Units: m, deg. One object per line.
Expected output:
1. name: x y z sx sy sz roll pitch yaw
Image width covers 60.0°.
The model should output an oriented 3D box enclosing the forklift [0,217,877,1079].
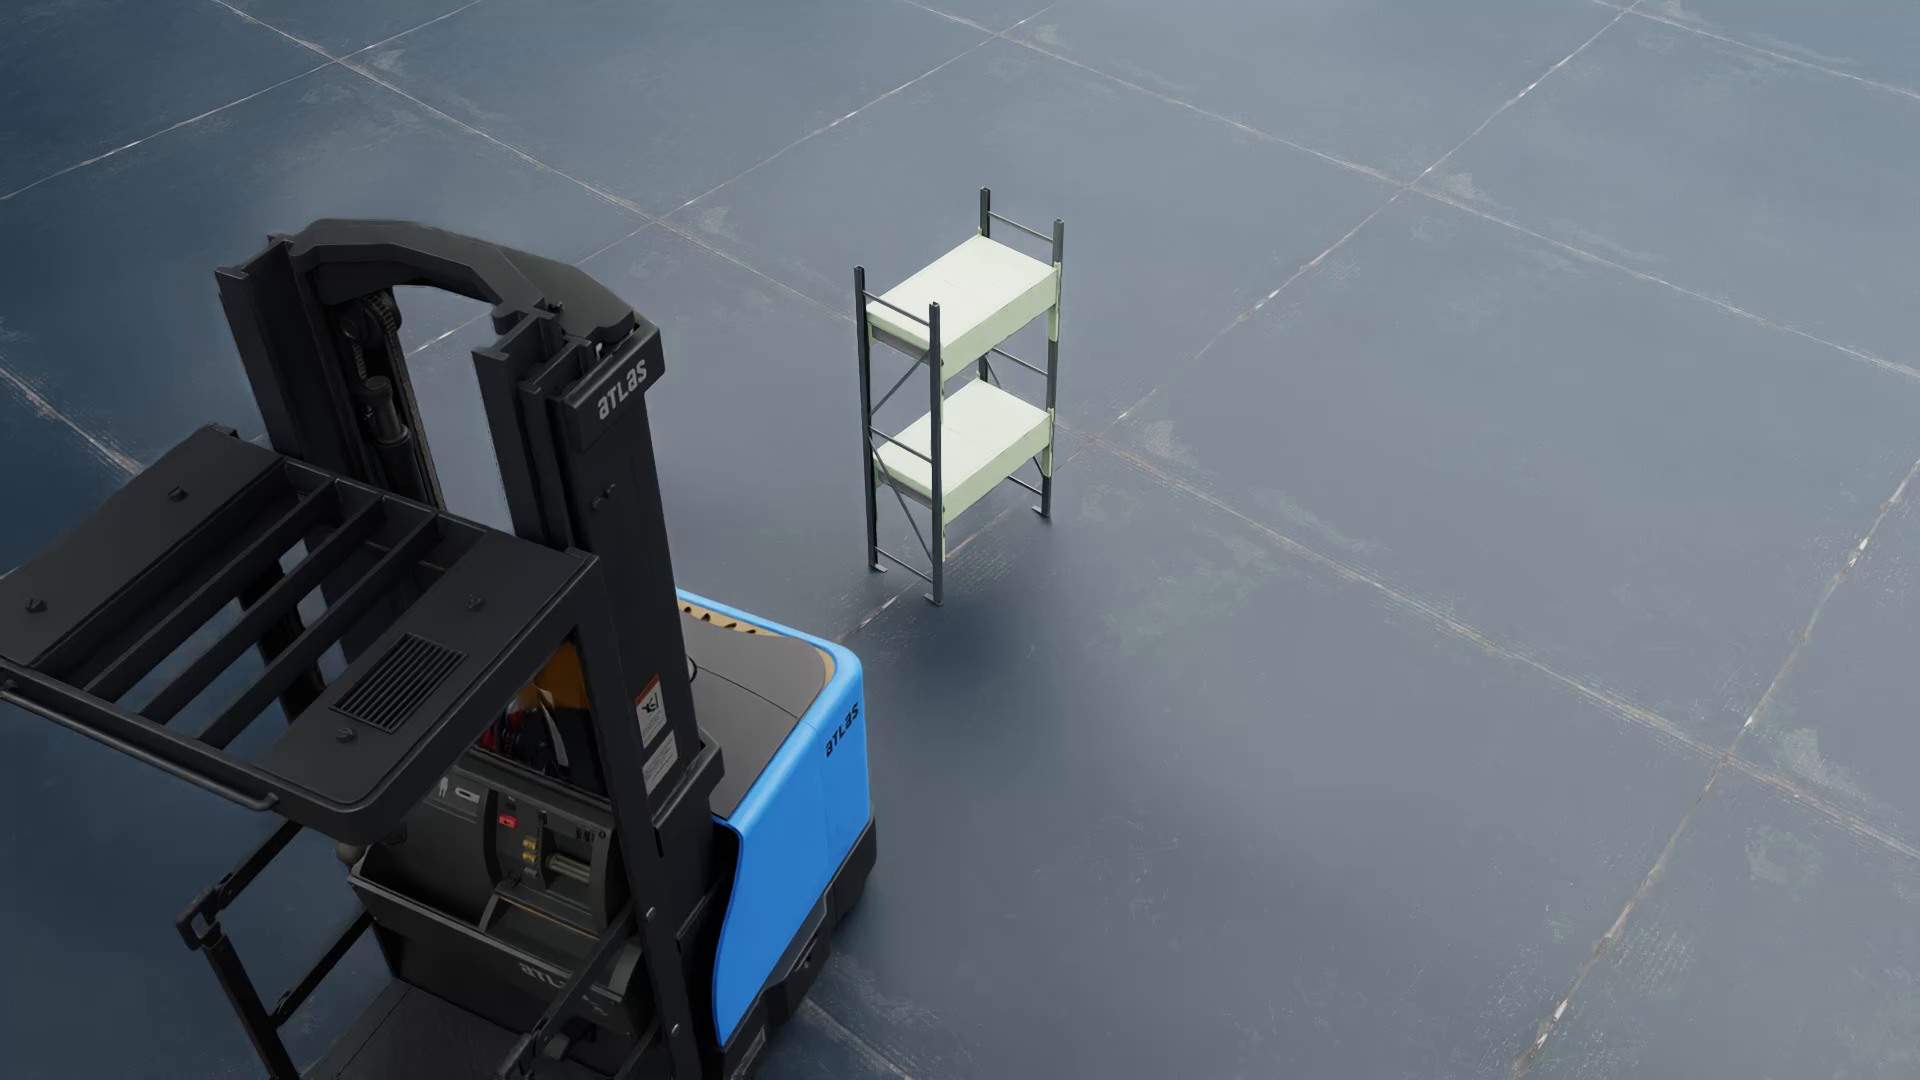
1. forklift: -1.382 0.824 4.165 1.130 2.935 3.031 18 45 18

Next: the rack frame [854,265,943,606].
1. rack frame: -0.231 -0.370 6.542 0.400 1.500 0.023 29 50 28

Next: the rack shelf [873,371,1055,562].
1. rack shelf: 0.004 -0.317 6.969 0.431 0.370 0.720 29 50 28

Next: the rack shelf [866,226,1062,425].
1. rack shelf: 0.004 -0.847 6.487 0.431 0.370 0.720 29 50 28

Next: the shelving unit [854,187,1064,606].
1. shelving unit: 0.004 -0.558 6.749 0.431 1.500 0.755 29 50 28

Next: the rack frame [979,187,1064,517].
1. rack frame: 0.240 -0.747 6.957 0.400 1.500 0.023 29 50 28
